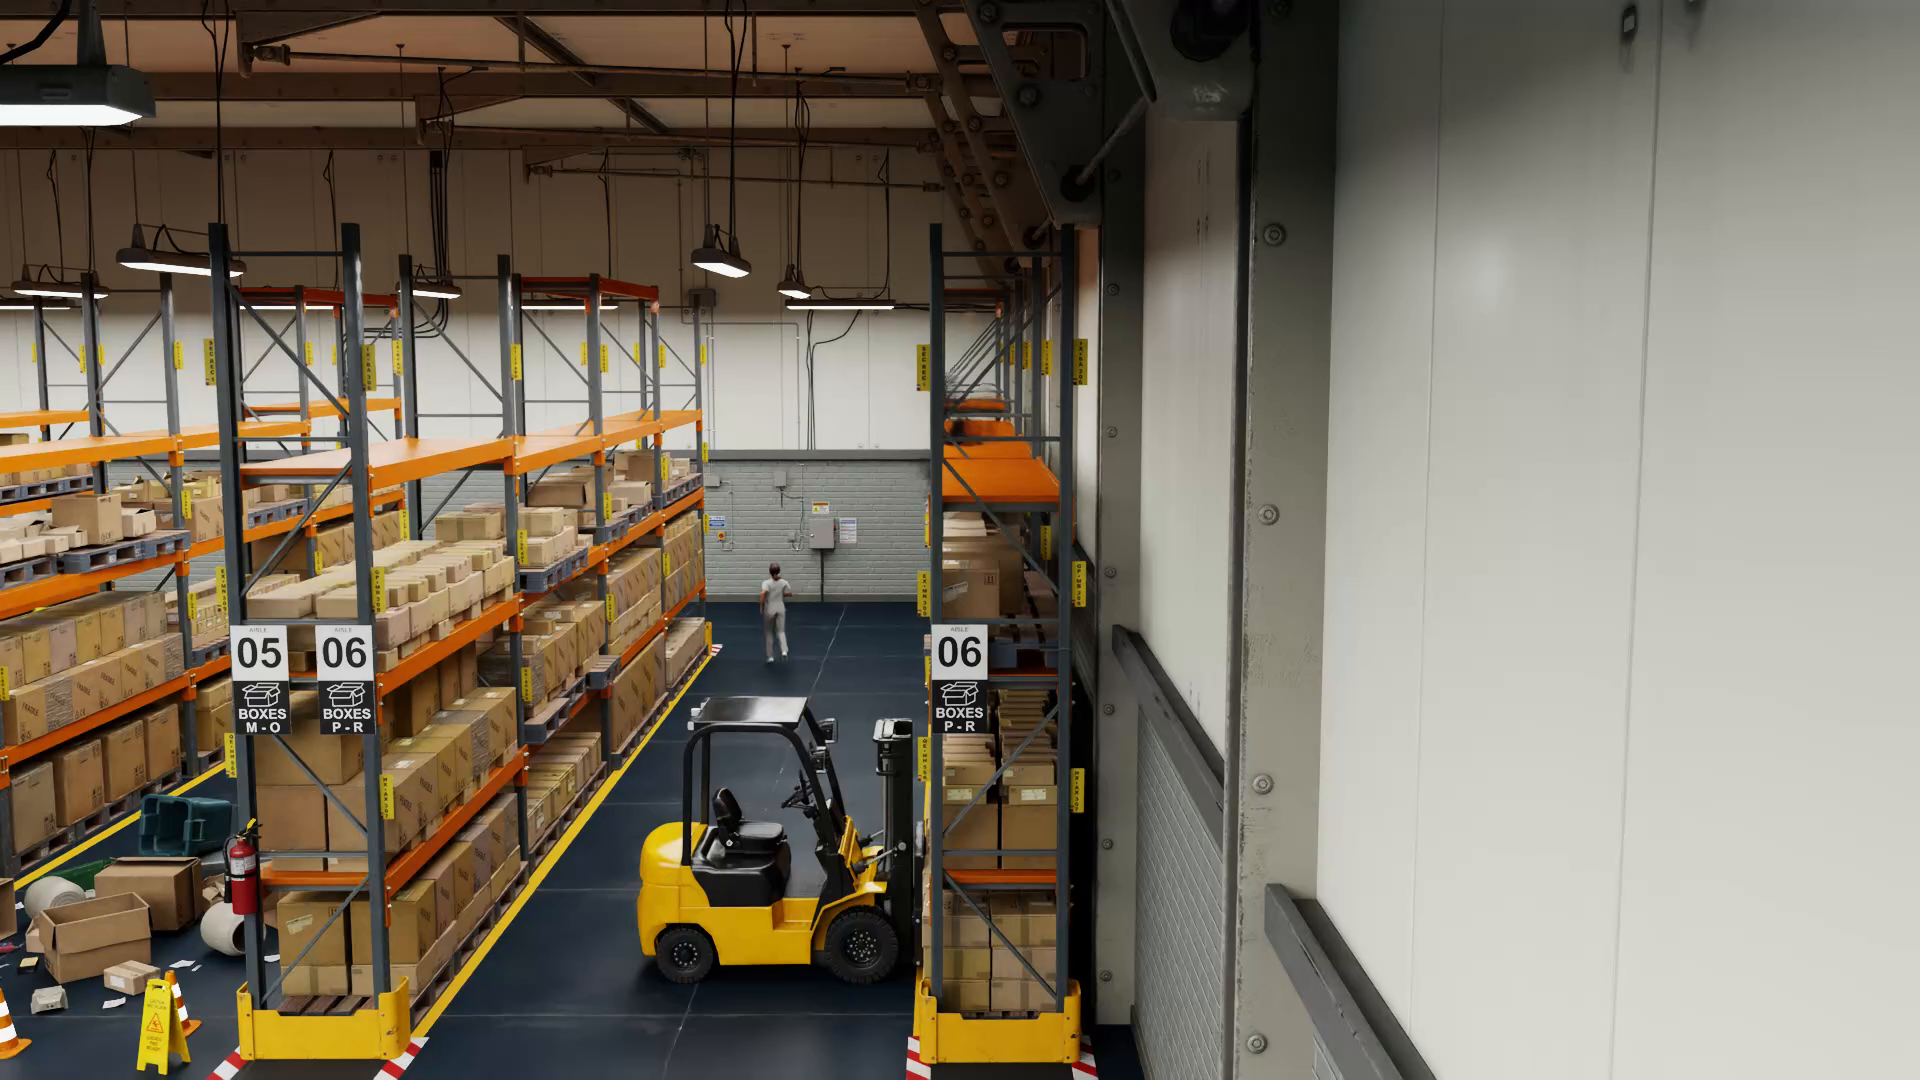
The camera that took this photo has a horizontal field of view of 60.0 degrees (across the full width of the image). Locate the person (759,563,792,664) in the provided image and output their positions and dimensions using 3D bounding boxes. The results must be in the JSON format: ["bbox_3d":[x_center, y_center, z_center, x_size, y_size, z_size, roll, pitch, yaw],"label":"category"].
[{"bbox_3d":[-2.973,1.201,26.761,0.597,1.639,0.936,-3,7,-22],"label":"person"}]

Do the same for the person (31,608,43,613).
[{"bbox_3d":[-12.106,1.747,21.949,0.674,1.721,0.569,0,7,-1],"label":"person"}]
